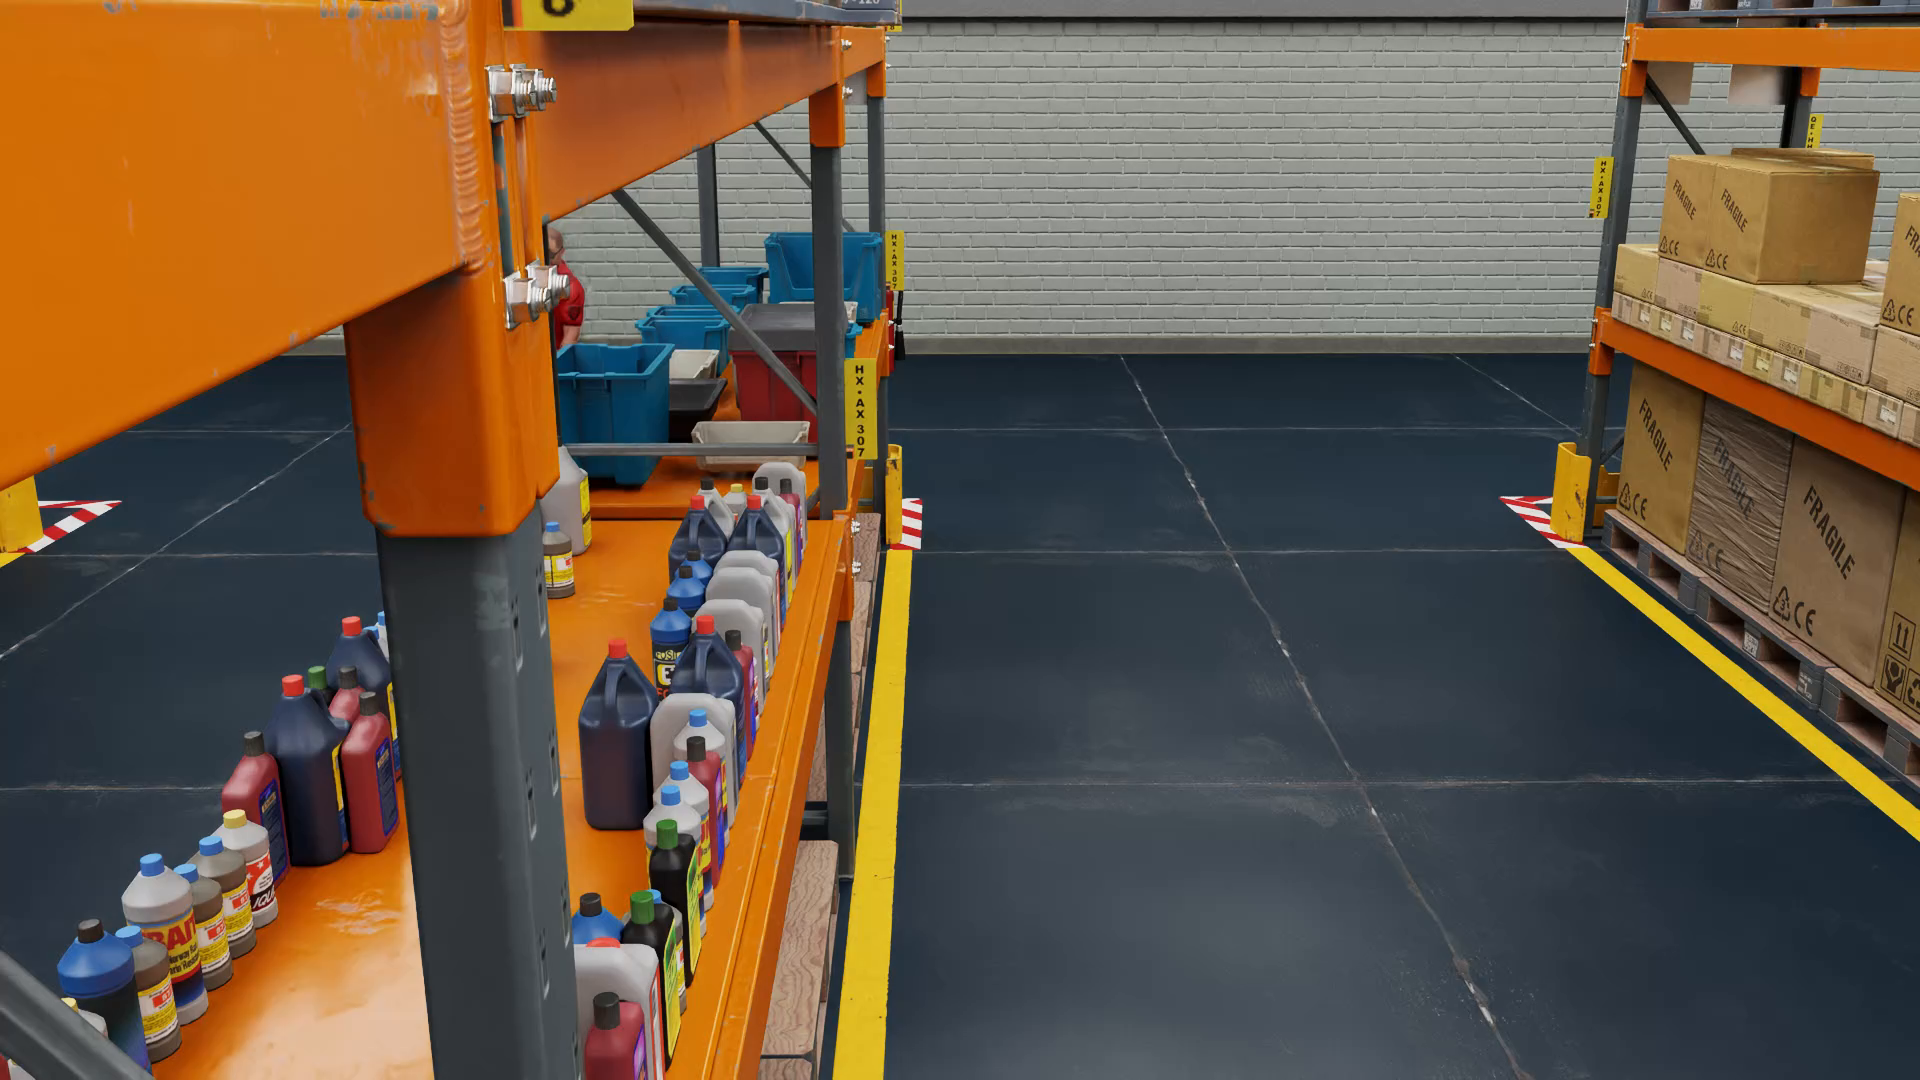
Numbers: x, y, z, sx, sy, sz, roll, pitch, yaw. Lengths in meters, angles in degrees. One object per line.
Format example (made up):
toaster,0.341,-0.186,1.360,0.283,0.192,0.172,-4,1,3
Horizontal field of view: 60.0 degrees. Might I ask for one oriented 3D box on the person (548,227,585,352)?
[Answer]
person,-2.500,-1.019,9.906,0.616,1.671,0.936,15,23,41
